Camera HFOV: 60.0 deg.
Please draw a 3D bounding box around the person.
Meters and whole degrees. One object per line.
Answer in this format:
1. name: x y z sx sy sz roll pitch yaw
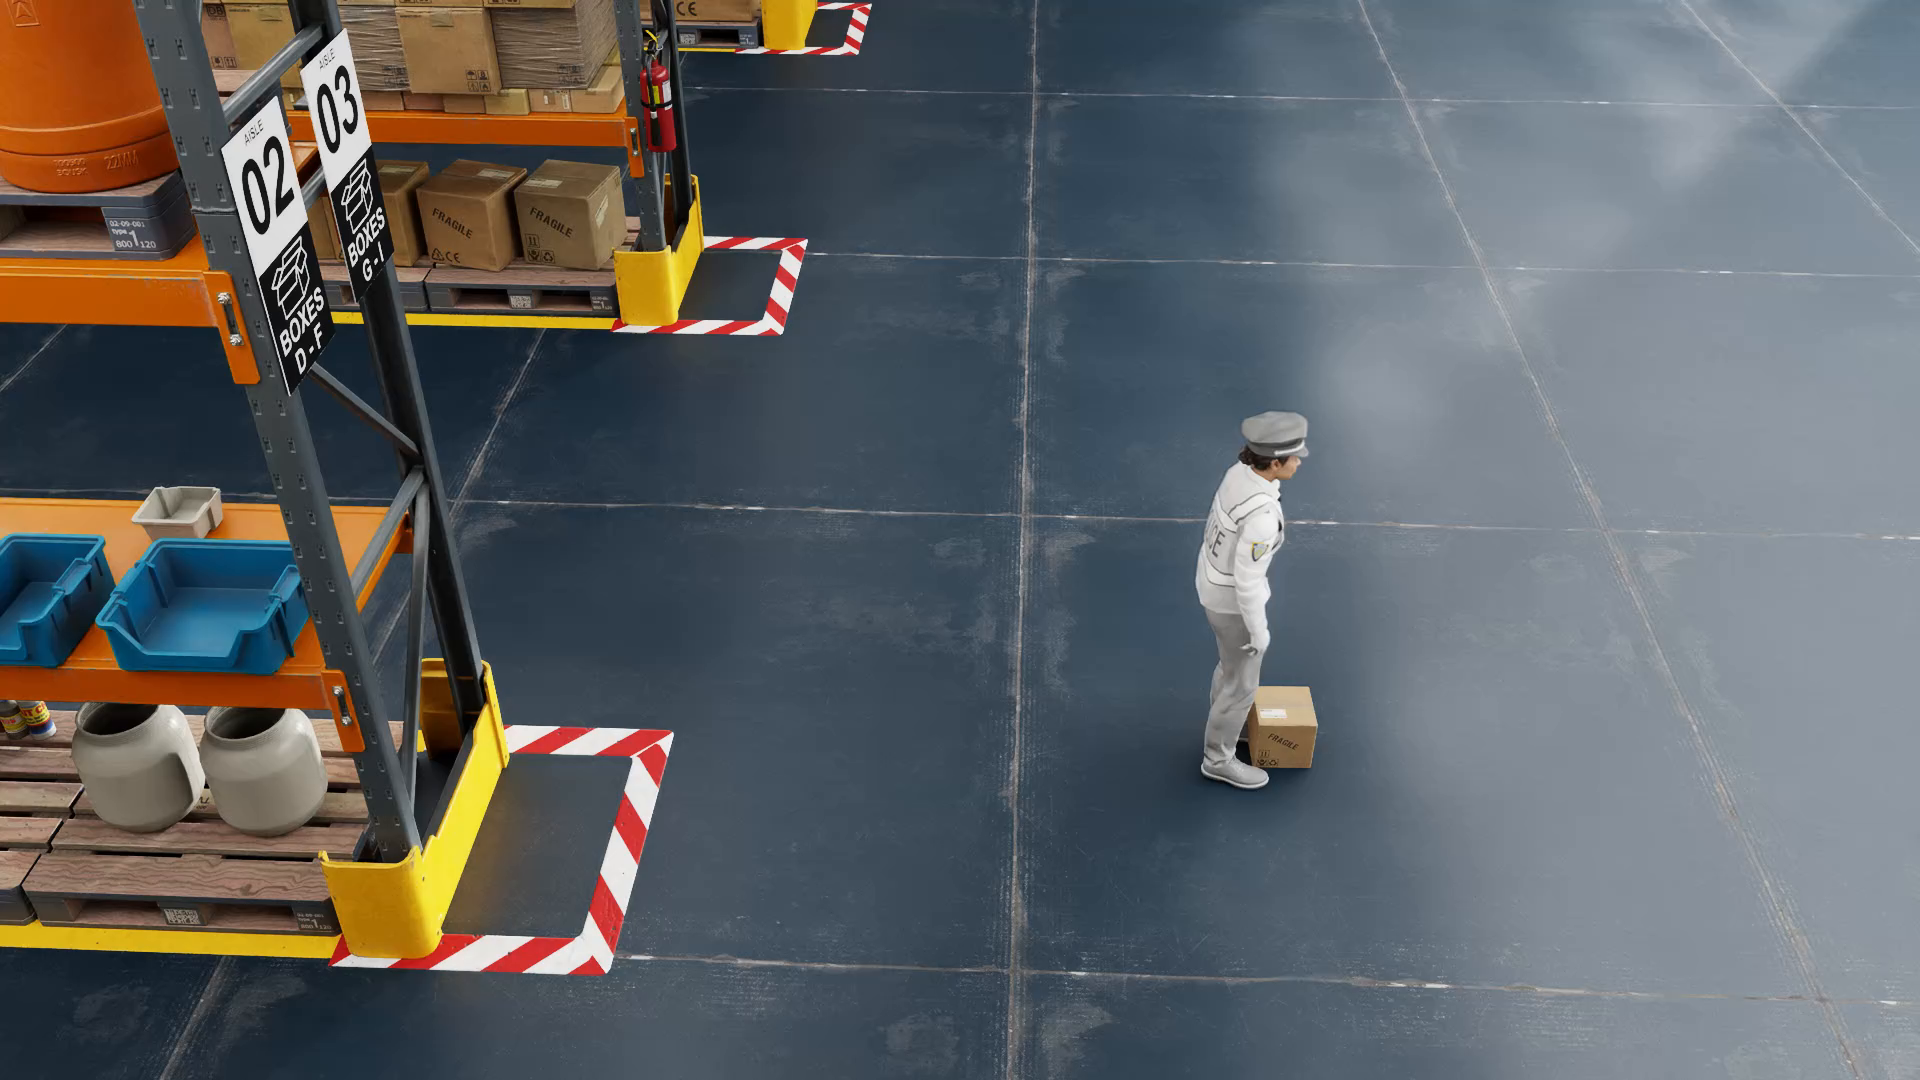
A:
1. person: 1.169 0.234 6.788 0.405 1.663 0.536 0 36 1
